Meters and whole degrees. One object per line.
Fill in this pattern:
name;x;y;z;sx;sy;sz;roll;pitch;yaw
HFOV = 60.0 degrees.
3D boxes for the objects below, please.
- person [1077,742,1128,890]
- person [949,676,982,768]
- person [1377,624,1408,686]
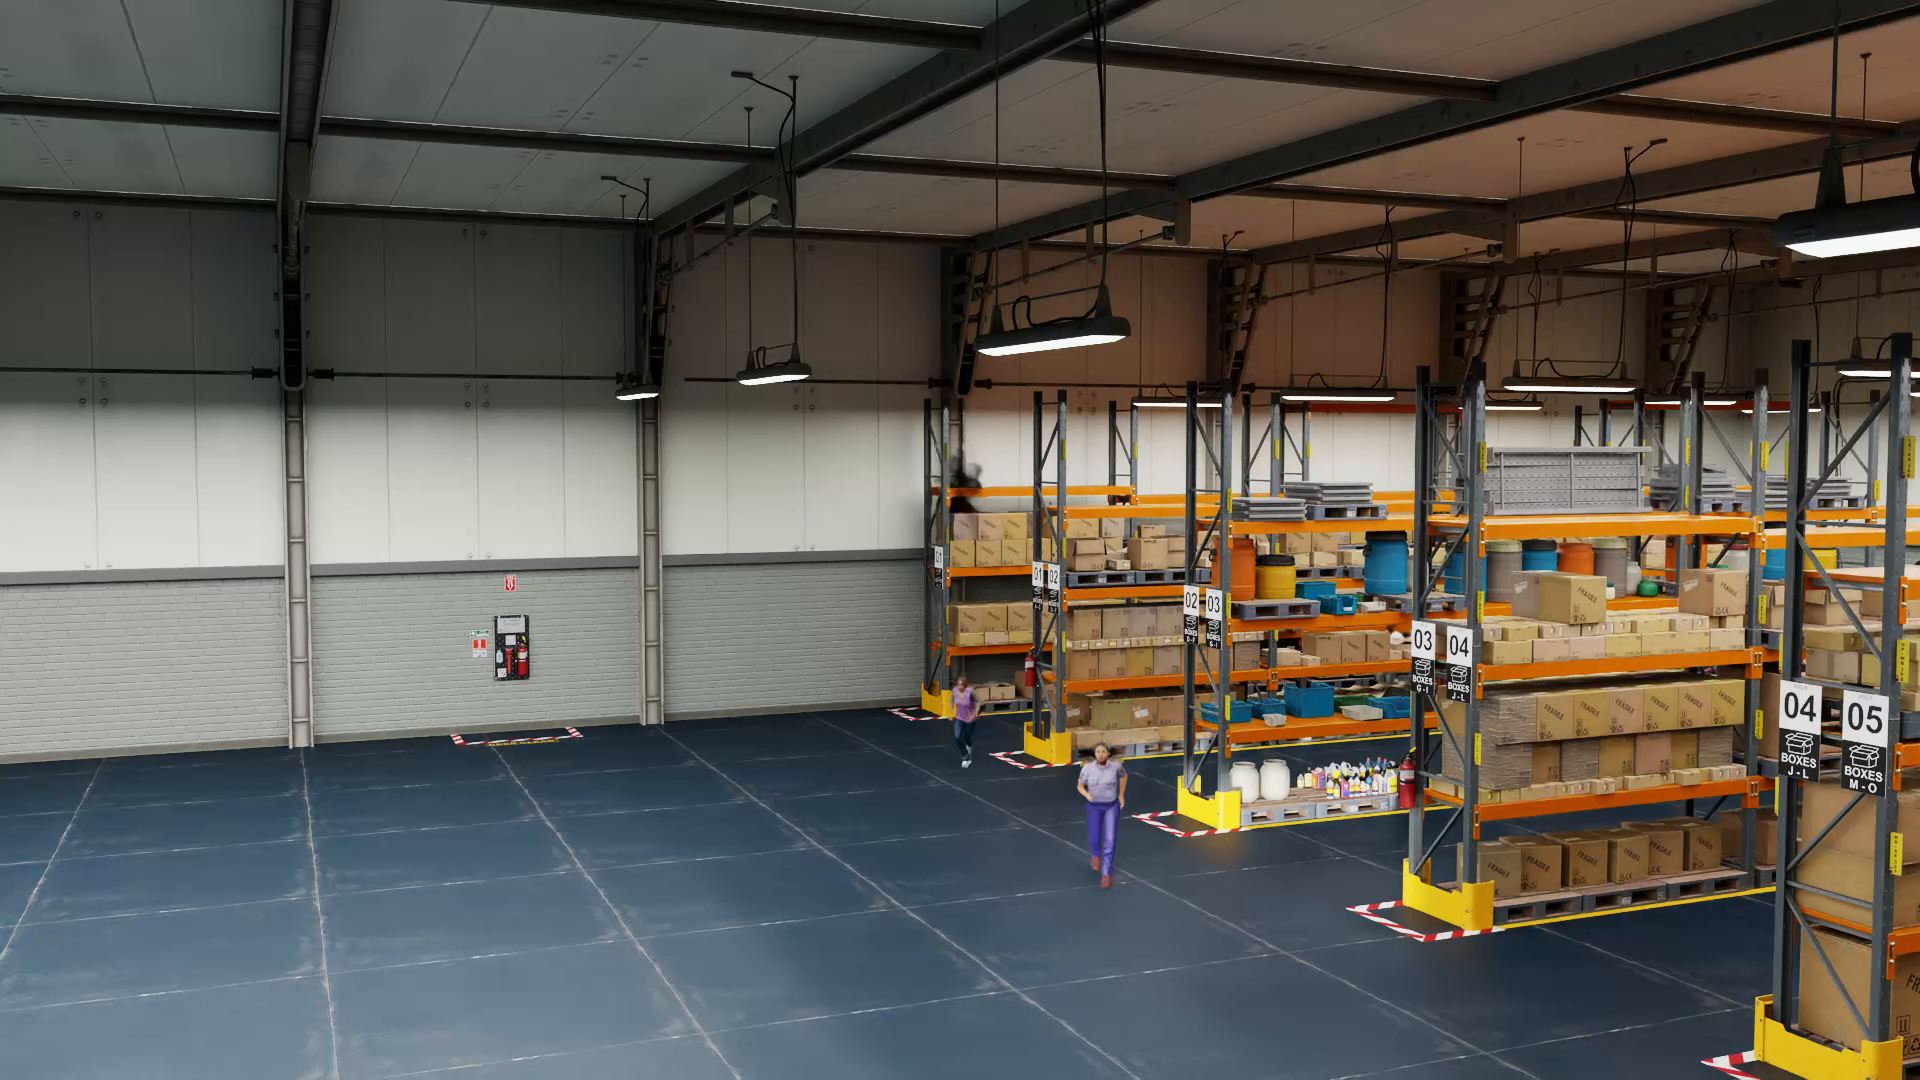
person;1.678;3.192;19.632;0.581;1.666;0.915;0;3;8
person;0.117;2.880;26.604;0.542;1.501;0.890;1;4;17
person;8.431;2.384;32.555;0.881;1.762;0.700;-2;4;-31
